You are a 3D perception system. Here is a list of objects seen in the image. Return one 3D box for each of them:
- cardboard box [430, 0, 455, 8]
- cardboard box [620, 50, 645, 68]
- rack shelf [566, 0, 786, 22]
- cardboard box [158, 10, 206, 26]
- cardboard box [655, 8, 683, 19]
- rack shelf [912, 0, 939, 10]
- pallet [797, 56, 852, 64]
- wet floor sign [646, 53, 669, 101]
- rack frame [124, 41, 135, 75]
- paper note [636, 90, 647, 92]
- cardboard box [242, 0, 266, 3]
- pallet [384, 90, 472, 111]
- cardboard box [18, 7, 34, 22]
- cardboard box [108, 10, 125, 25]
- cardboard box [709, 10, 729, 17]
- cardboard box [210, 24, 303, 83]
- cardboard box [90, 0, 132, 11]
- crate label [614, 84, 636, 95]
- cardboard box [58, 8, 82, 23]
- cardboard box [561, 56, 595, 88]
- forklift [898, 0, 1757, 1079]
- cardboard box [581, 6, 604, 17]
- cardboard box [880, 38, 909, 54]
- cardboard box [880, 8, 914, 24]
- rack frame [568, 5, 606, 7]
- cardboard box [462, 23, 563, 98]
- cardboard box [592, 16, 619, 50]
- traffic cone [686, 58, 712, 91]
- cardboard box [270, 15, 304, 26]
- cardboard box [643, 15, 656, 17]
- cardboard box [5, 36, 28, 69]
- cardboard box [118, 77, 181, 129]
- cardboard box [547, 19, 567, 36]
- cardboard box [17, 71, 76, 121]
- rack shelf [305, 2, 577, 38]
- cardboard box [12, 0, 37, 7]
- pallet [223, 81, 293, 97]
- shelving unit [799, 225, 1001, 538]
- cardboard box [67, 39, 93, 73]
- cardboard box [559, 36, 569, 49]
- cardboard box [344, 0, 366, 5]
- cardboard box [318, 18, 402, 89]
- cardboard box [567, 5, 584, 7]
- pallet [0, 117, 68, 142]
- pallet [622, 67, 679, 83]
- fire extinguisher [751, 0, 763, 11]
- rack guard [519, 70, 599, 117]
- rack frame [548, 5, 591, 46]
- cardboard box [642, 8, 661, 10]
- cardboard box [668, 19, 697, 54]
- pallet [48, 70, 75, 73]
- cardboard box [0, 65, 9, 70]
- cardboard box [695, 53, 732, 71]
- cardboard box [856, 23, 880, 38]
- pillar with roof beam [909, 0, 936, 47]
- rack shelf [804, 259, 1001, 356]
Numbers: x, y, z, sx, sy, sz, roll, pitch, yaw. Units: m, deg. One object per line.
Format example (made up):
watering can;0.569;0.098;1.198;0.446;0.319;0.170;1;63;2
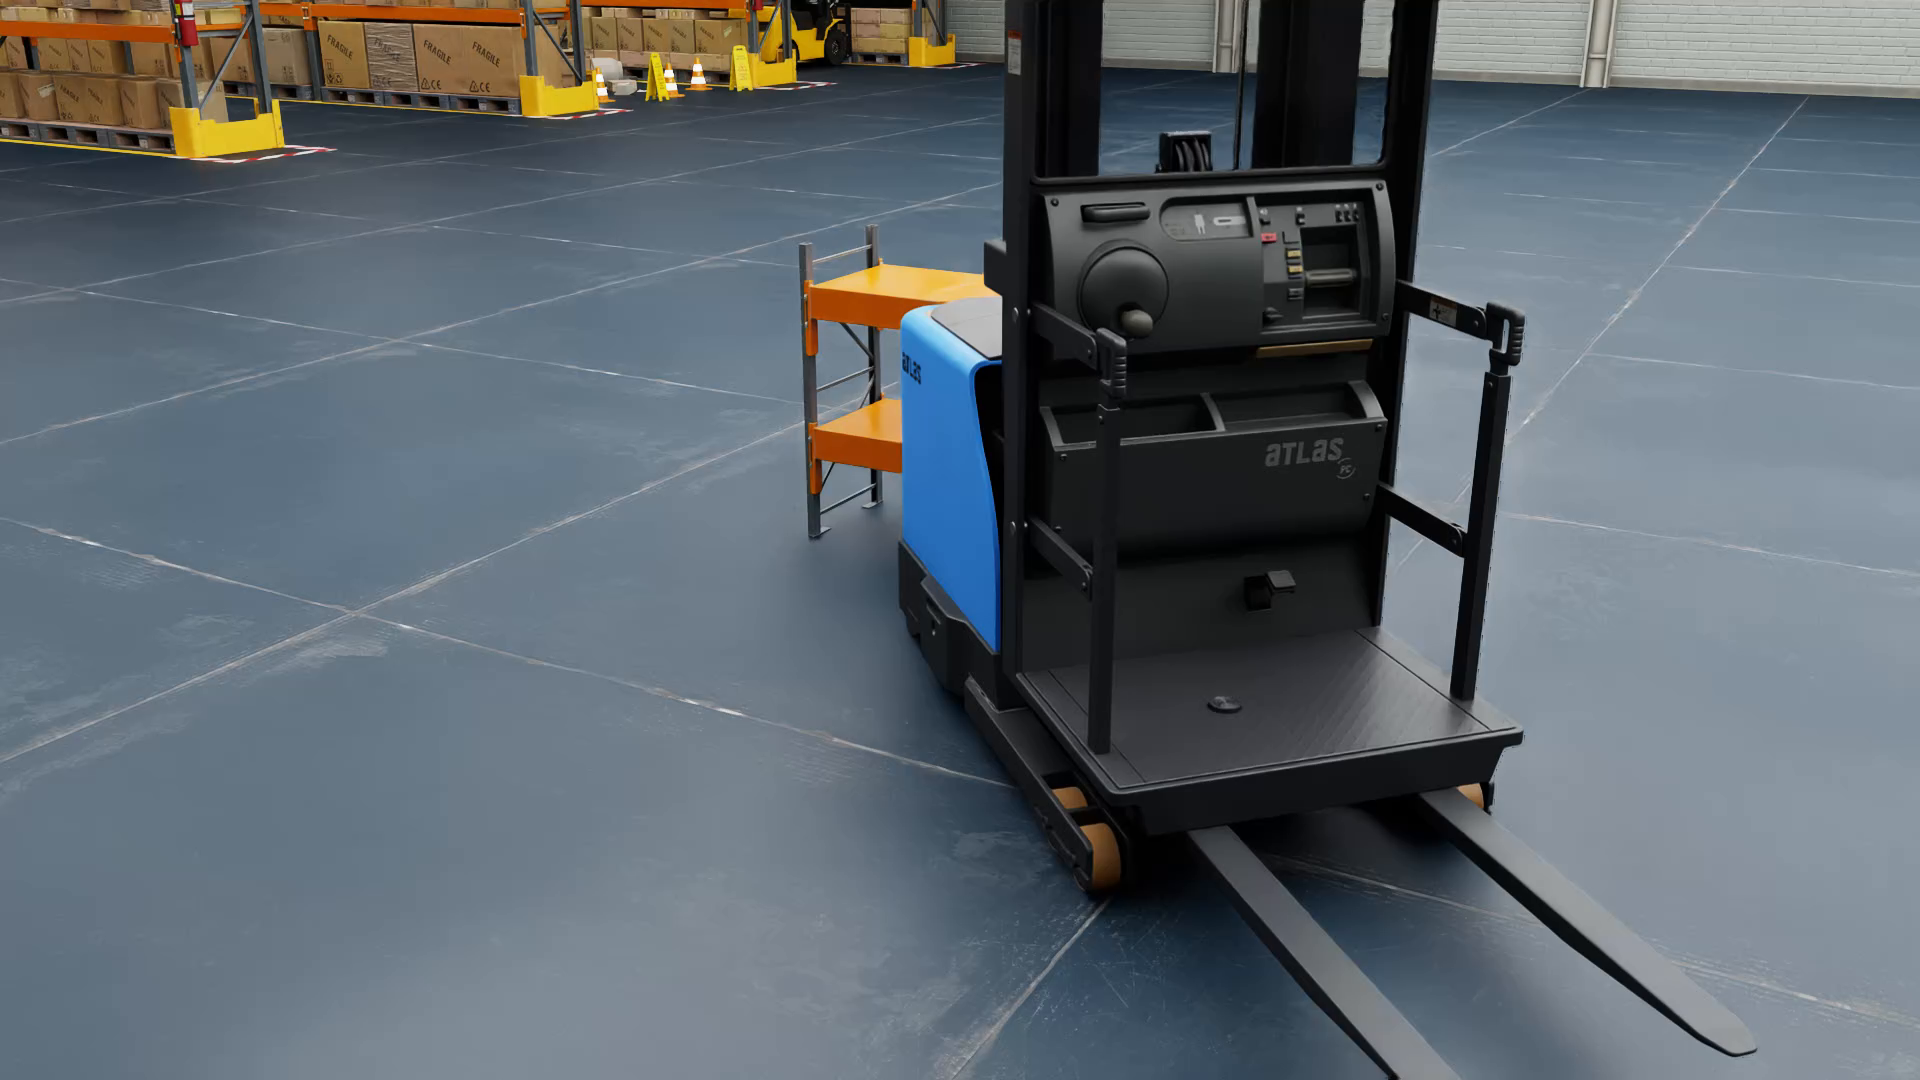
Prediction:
cardboard box;-6.532;-7.377;22.084;0.550;0.550;0.875;11;23;27
cardboard box;-5.114;-7.752;26.754;0.500;0.250;0.500;10;22;27
rack shelf;-4.688;-8.528;26.531;4.000;0.370;1.077;11;23;27
cardboard box;-8.124;-5.451;17.363;0.250;0.149;0.380;11;23;27
cardboard box;-4.568;-8.280;26.157;0.250;0.149;0.380;12;23;30
rack shelf;-2.270;-10.006;30.607;4.000;0.370;1.077;11;23;27
pallet;-2.273;-9.019;30.919;1.213;0.211;1.003;11;23;27
wet floor sign;-4.276;-6.521;23.396;0.232;0.644;0.267;7;21;18
rack frame;-12.251;-8.374;25.051;0.127;3.000;1.000;11;23;27
paper note;-4.738;-6.703;24.798;0.142;0.019;0.148;3;20;9
cardboard box;-9.786;-7.847;23.451;0.500;0.500;0.500;11;22;27
pallet;-7.065;-6.045;22.721;1.213;0.211;1.003;11;23;27
cardboard box;-10.122;-5.805;18.337;0.250;0.149;0.380;11;23;27
cardboard box;-8.796;-5.565;17.677;0.250;0.149;0.380;11;23;27
cardboard box;-4.477;-9.842;31.964;0.625;0.625;0.875;12;23;30
cardboard box;-10.186;-7.086;24.185;0.750;0.750;1.050;11;23;27
cardboard box;-8.736;-5.917;17.696;0.500;0.500;0.875;11;23;27
crate label;-4.907;-6.601;24.361;0.298;0.136;0.250;0;20;-1
cardboard box;-9.485;-5.669;17.964;0.250;0.149;0.380;11;23;27
cardboard box;-5.710;-6.899;24.645;0.637;0.503;0.797;-4;20;-10
forklift;0.720;-0.679;3.938;1.130;2.935;3.031;-6;21;-16
cardboard box;-5.970;-8.544;26.886;0.250;0.149;0.380;11;23;28
cardboard box;-1.088;-8.901;29.920;0.500;0.250;0.500;11;23;28
cardboard box;-1.078;-9.371;29.749;0.500;0.250;0.500;12;23;29
rack frame;-7.508;-11.342;33.235;0.127;3.000;1.000;11;23;27
cardboard box;-5.892;-6.335;21.930;0.875;0.875;0.875;11;23;28
cardboard box;-5.577;-8.192;26.867;0.500;0.500;0.500;12;23;29
traffic cone;-3.946;-7.029;25.063;0.334;0.463;0.336;11;23;27
cardboard box;-12.045;-9.501;30.658;0.875;0.875;0.875;12;23;29
cardboard box;-4.895;-8.269;27.079;0.500;0.500;0.500;12;23;30
cardboard box;-14.765;-7.772;26.441;0.500;0.500;0.500;12;23;30
cardboard box;-8.850;-4.804;18.259;0.500;0.500;0.500;18;27;41
cardboard box;-7.982;-10.371;33.607;0.500;0.500;0.500;12;23;29
cardboard box;-10.433;-5.100;19.075;0.500;0.500;0.500;-17;26;-39
rack shelf;-7.013;-7.038;22.423;4.000;0.370;1.077;11;23;27
cardboard box;-9.999;-6.195;18.463;0.500;0.500;0.875;11;23;27
pallet;-10.539;-6.706;24.543;1.213;0.211;1.003;11;23;27
shelving unit;-0.006;-0.530;6.176;1.048;1.125;0.538;11;23;27
cardboard box;-13.405;-7.515;25.733;0.500;0.500;0.500;12;23;29
cardboard box;-6.893;-8.247;27.940;0.625;0.372;0.950;11;23;28
cardboard box;-7.940;-7.636;22.798;0.550;0.550;0.875;11;23;27
cardboard box;-8.244;-6.782;23.162;0.875;0.875;0.875;11;23;28
cardboard box;-7.812;-10.849;33.974;0.250;0.149;0.380;12;23;30
pallet;-10.663;-4.837;19.389;1.213;0.211;1.003;11;23;27
pallet;-4.761;-7.584;26.964;1.213;0.211;1.003;11;23;27
fire extinguisher;-3.066;-8.341;25.074;0.183;0.674;0.296;11;23;27
rack guard;-5.246;-5.864;21.798;0.348;0.500;1.175;11;23;27
rack frame;-6.434;-9.199;27.326;0.127;3.000;1.000;11;23;27
cardboard box;-6.396;-10.209;32.978;0.625;0.625;0.875;12;23;29
cardboard box;-4.225;-7.932;26.151;0.500;0.500;0.500;12;23;29
pallet;-13.994;-7.396;26.446;1.213;0.211;1.003;11;23;27
cardboard box;-11.792;-5.389;19.843;0.500;0.500;0.700;9;22;23
cardboard box;-3.799;-7.497;26.050;0.500;0.250;0.500;11;23;27
cardboard box;-1.534;-9.226;30.084;0.500;0.250;0.500;11;22;27
pillar with roof beam;-2.792;-11.935;26.070;0.400;9.000;9.100;11;23;27
rack shelf;-0.006;-0.805;6.077;1.000;0.278;0.538;11;23;27
